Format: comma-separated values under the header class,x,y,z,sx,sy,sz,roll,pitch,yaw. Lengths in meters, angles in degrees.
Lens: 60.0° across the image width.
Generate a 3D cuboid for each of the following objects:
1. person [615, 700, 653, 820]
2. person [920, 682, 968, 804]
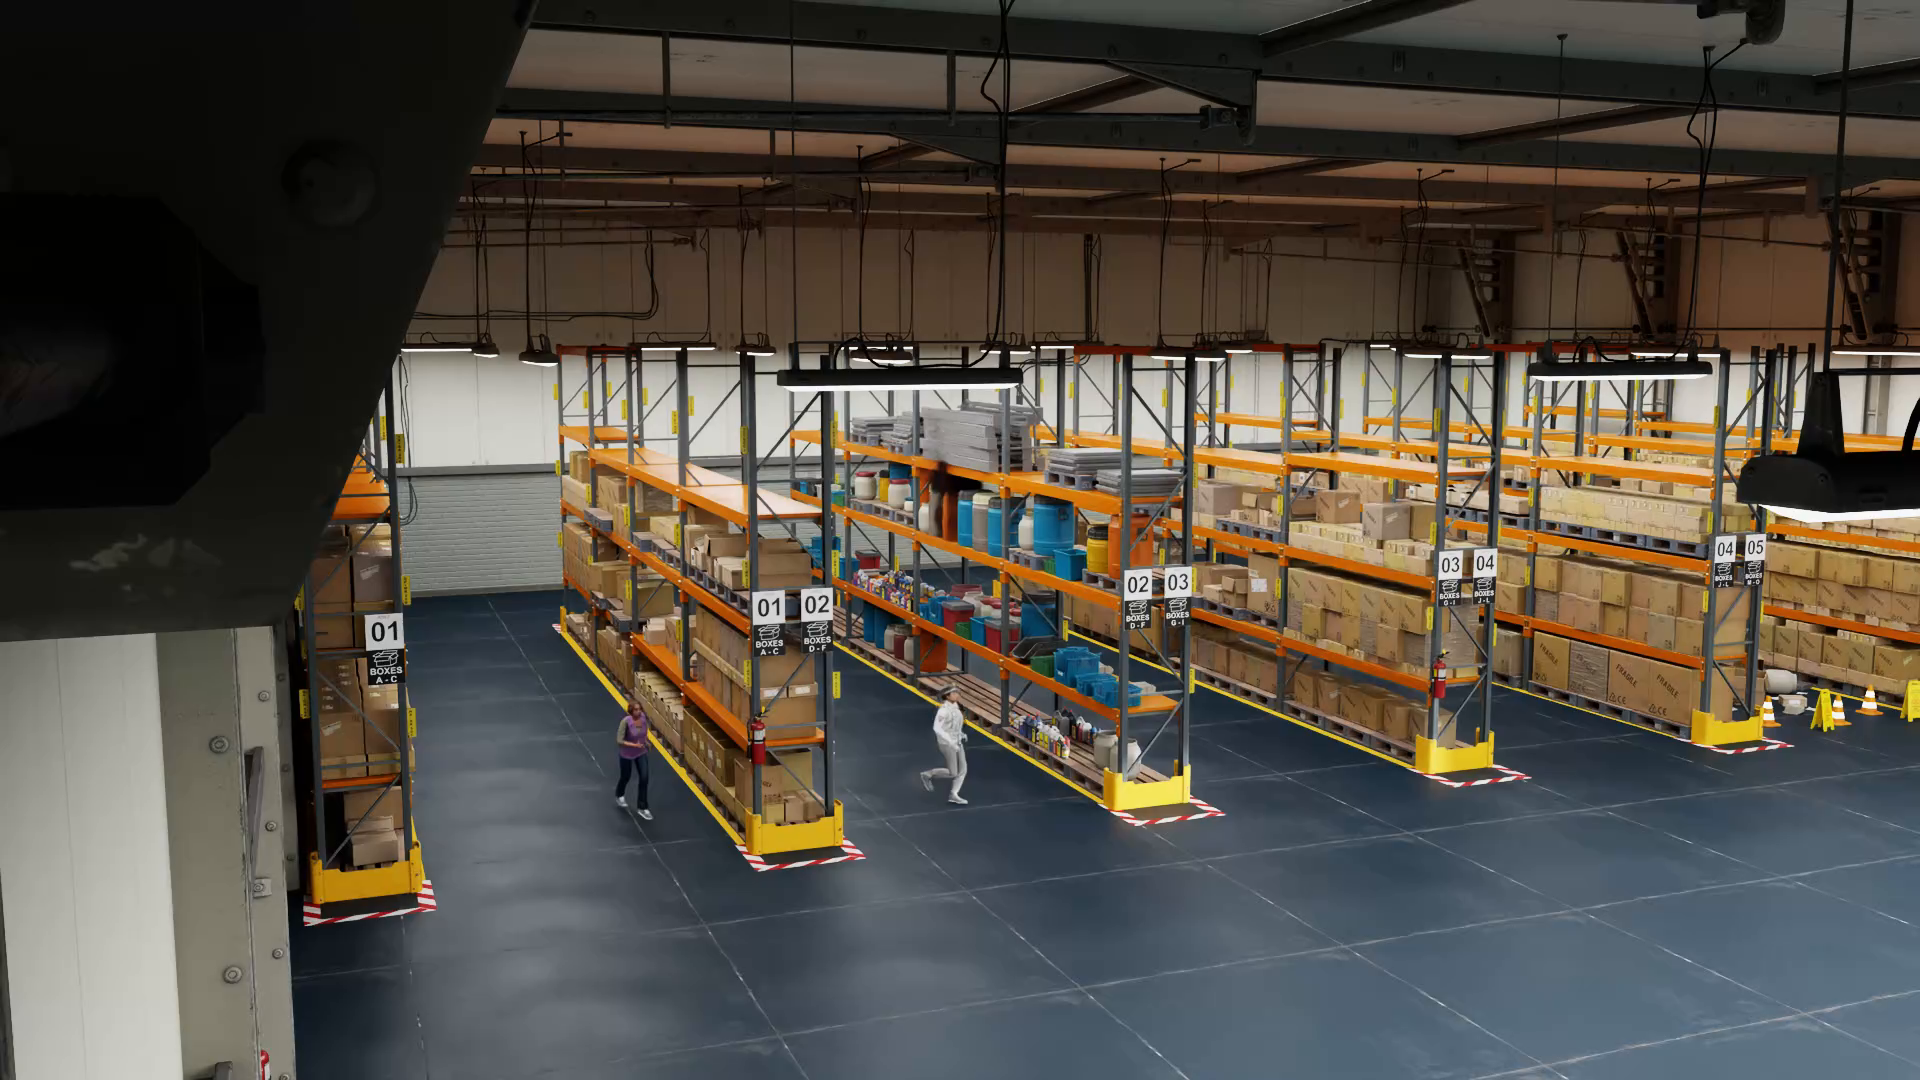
class,x,y,z,sx,sy,sz,roll,pitch,yaw
person,-4.273,2.810,21.660,0.533,1.567,0.901,-5,9,-33
person,-0.184,2.703,22.260,0.642,1.651,0.629,3,8,24
